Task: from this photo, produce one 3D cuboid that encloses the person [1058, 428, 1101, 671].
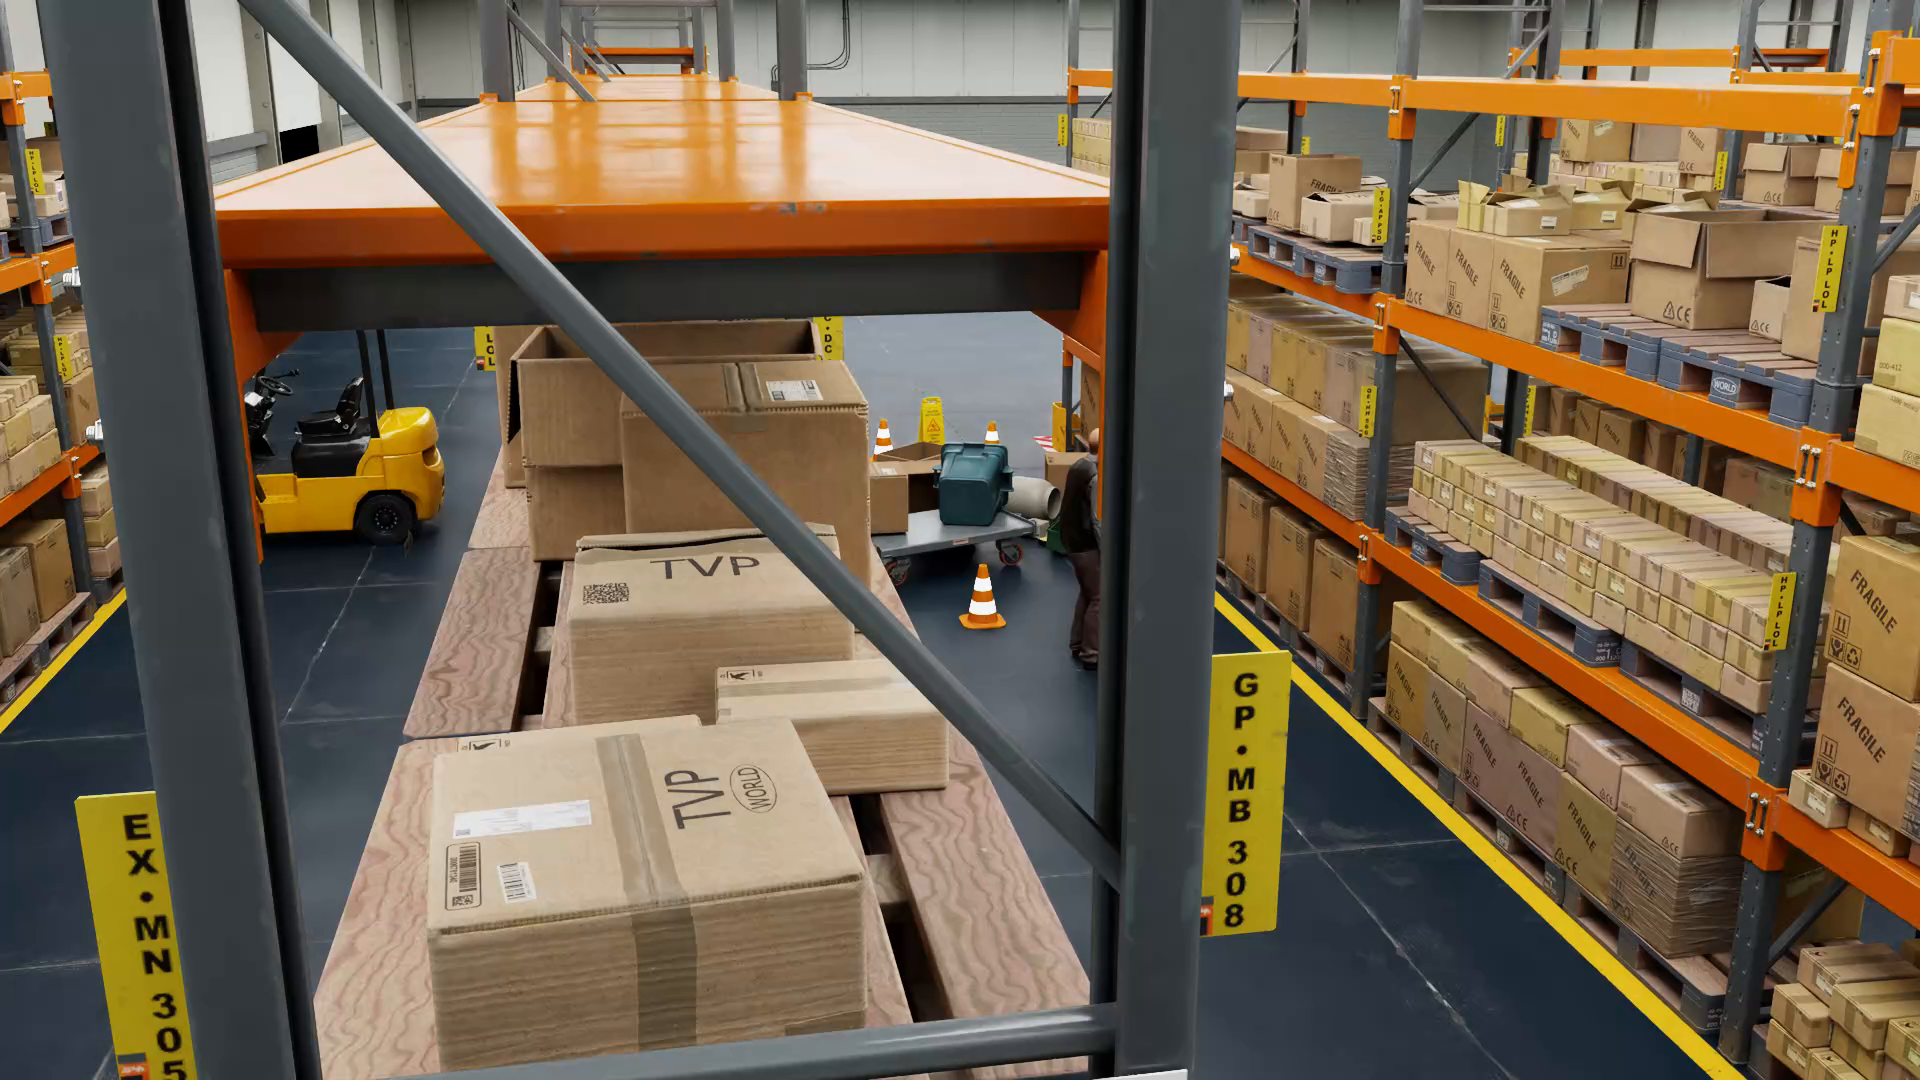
[{"bbox_3d":[0.932,0.049,11.913,0.427,1.720,0.590,-4,17,-14],"label":"person"}]
